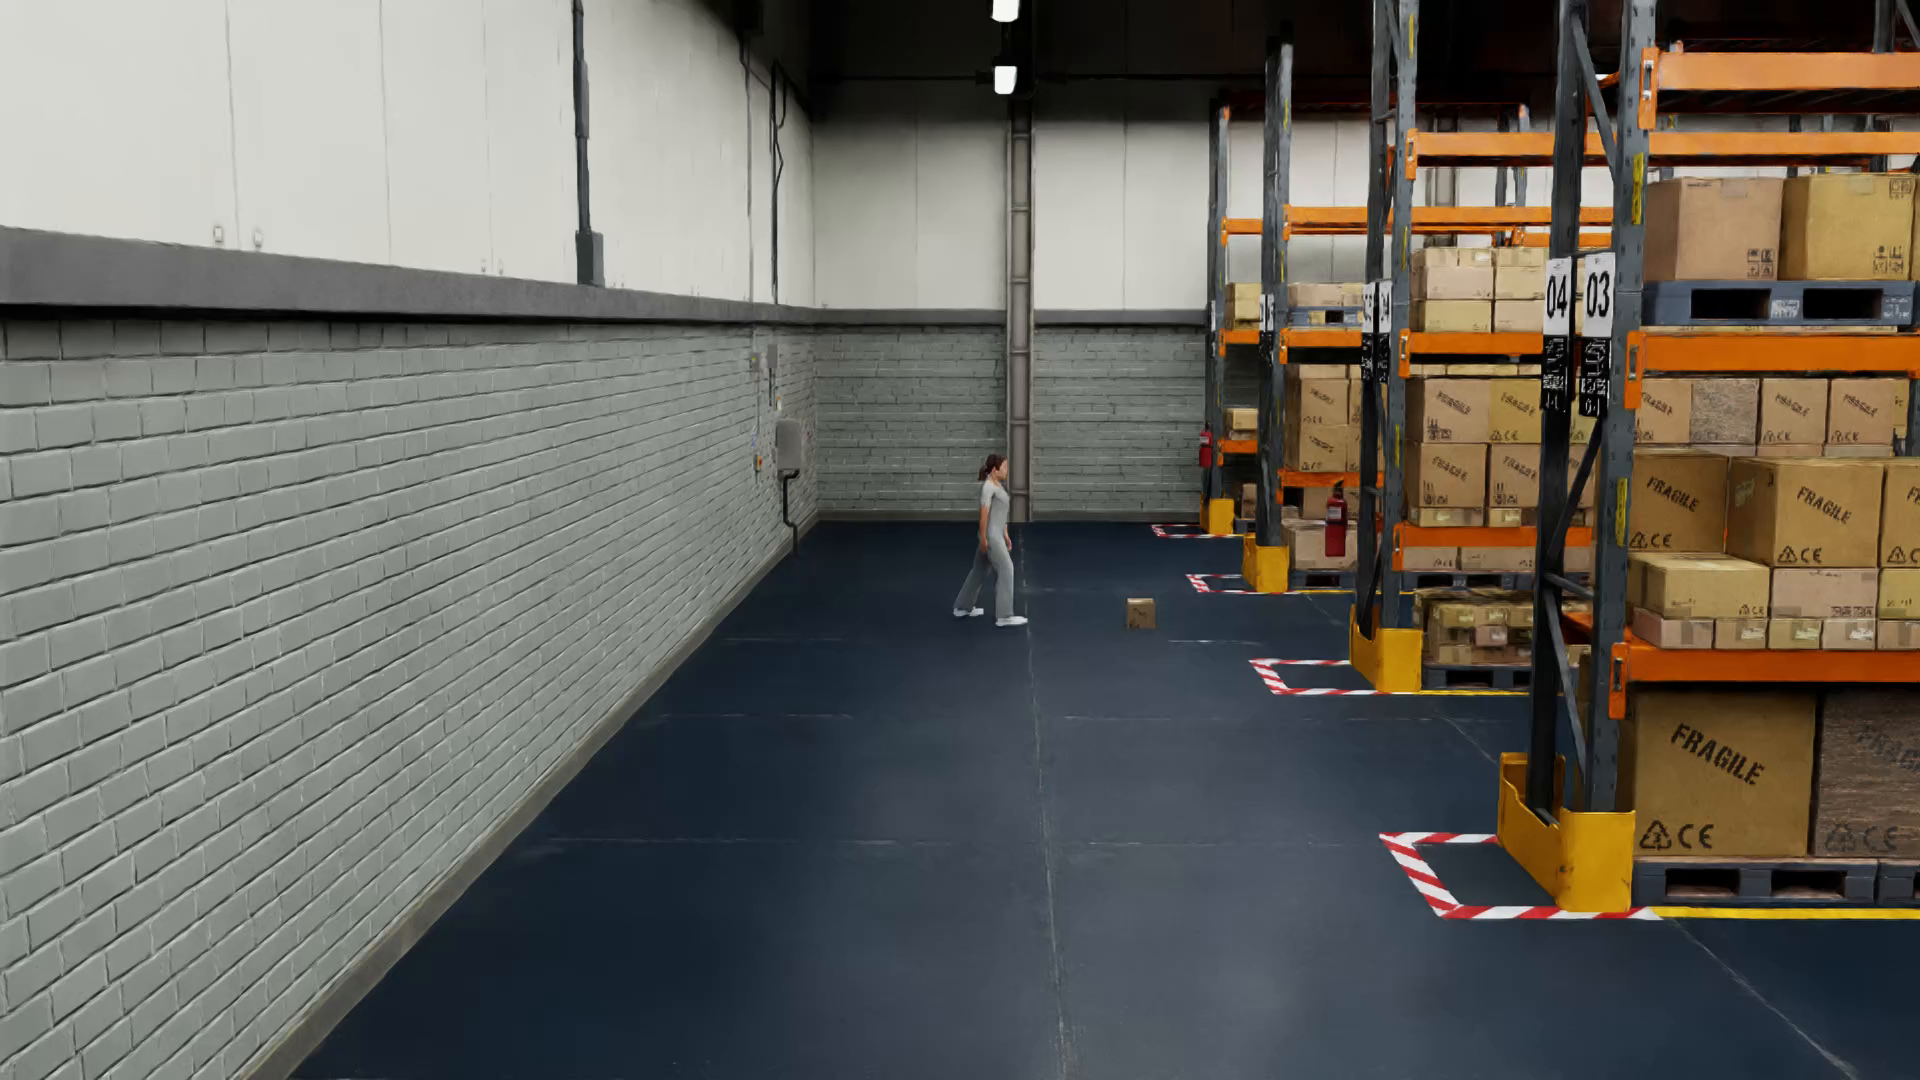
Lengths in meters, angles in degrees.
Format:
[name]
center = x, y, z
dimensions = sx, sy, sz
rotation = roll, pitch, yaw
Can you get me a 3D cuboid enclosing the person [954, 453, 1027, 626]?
[person]
center = 0.294, -0.011, 16.041
dimensions = 0.788, 1.611, 0.534
rotation = 1, 7, 11
